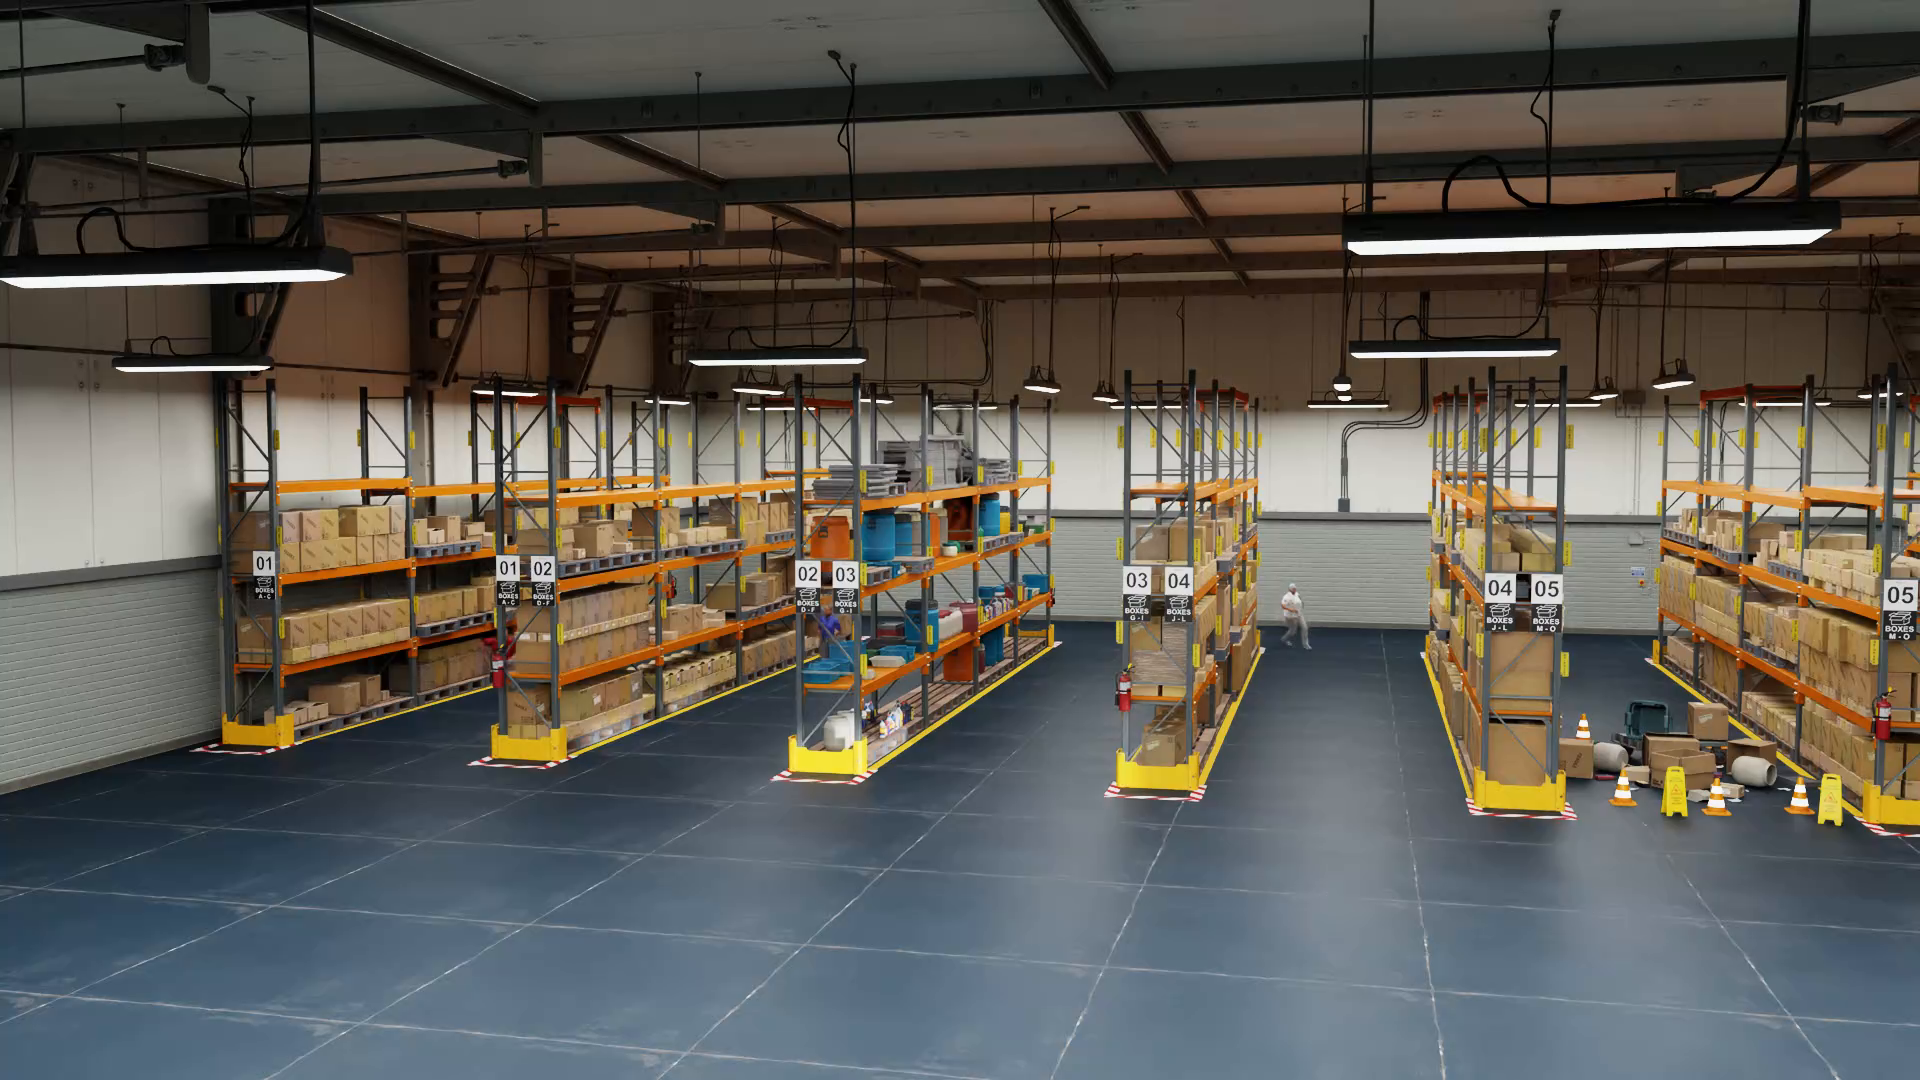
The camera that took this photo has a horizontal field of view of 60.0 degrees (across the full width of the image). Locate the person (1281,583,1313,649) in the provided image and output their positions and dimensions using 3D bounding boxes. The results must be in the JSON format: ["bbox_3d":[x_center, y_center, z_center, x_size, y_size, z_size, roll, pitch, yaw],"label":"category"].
[{"bbox_3d":[7.967,1.830,39.921,0.734,1.623,0.820,-3,4,-38],"label":"person"}]

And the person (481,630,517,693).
[{"bbox_3d":[-8.511,2.381,30.816,0.694,1.548,0.892,-1,4,-15],"label":"person"}]

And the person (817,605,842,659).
[{"bbox_3d":[-2.685,2.140,33.858,0.561,1.610,0.573,1,3,9],"label":"person"}]
